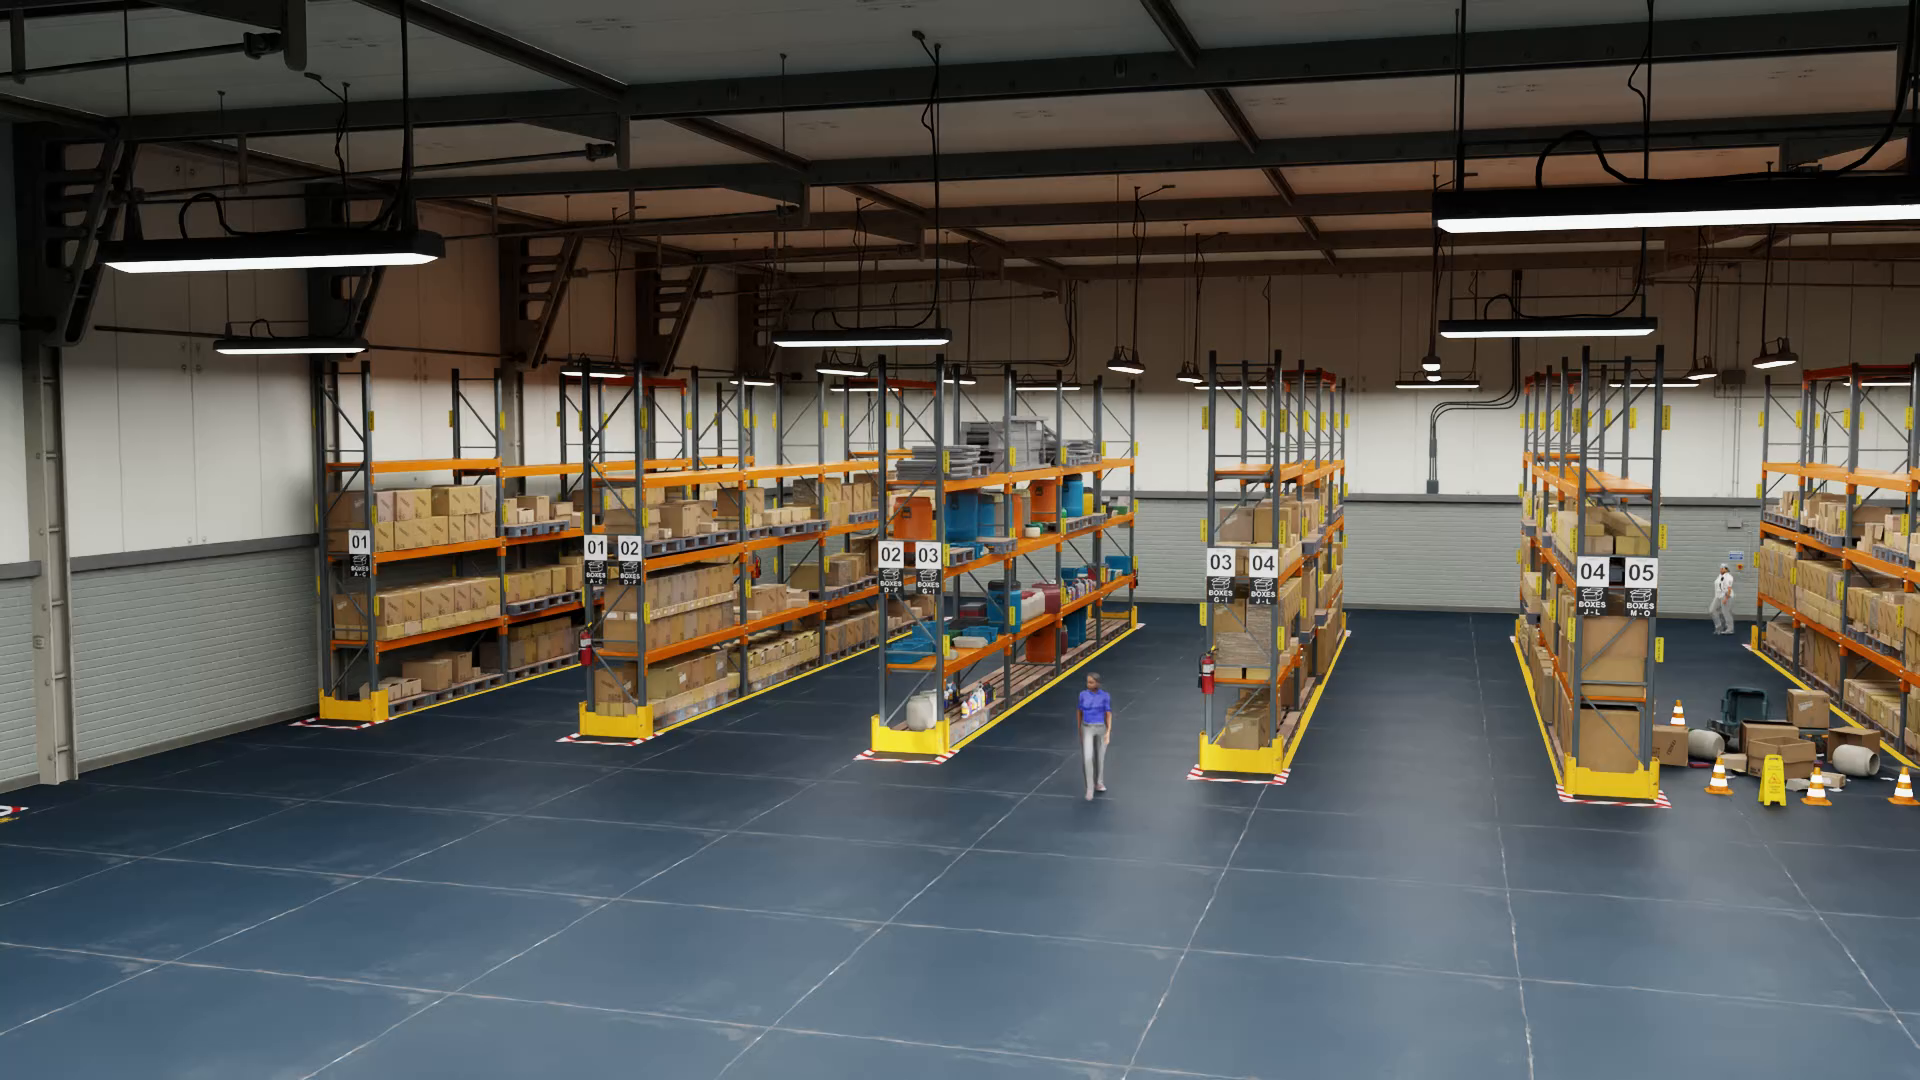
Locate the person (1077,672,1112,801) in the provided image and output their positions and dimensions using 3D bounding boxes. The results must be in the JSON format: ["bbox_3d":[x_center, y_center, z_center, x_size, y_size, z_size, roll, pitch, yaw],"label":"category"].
[{"bbox_3d":[1.801,2.609,22.251,0.466,1.692,0.742,0,4,5],"label":"person"}]

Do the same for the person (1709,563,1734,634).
[{"bbox_3d":[17.911,1.407,39.026,0.492,1.733,0.524,0,4,-4],"label":"person"}]
